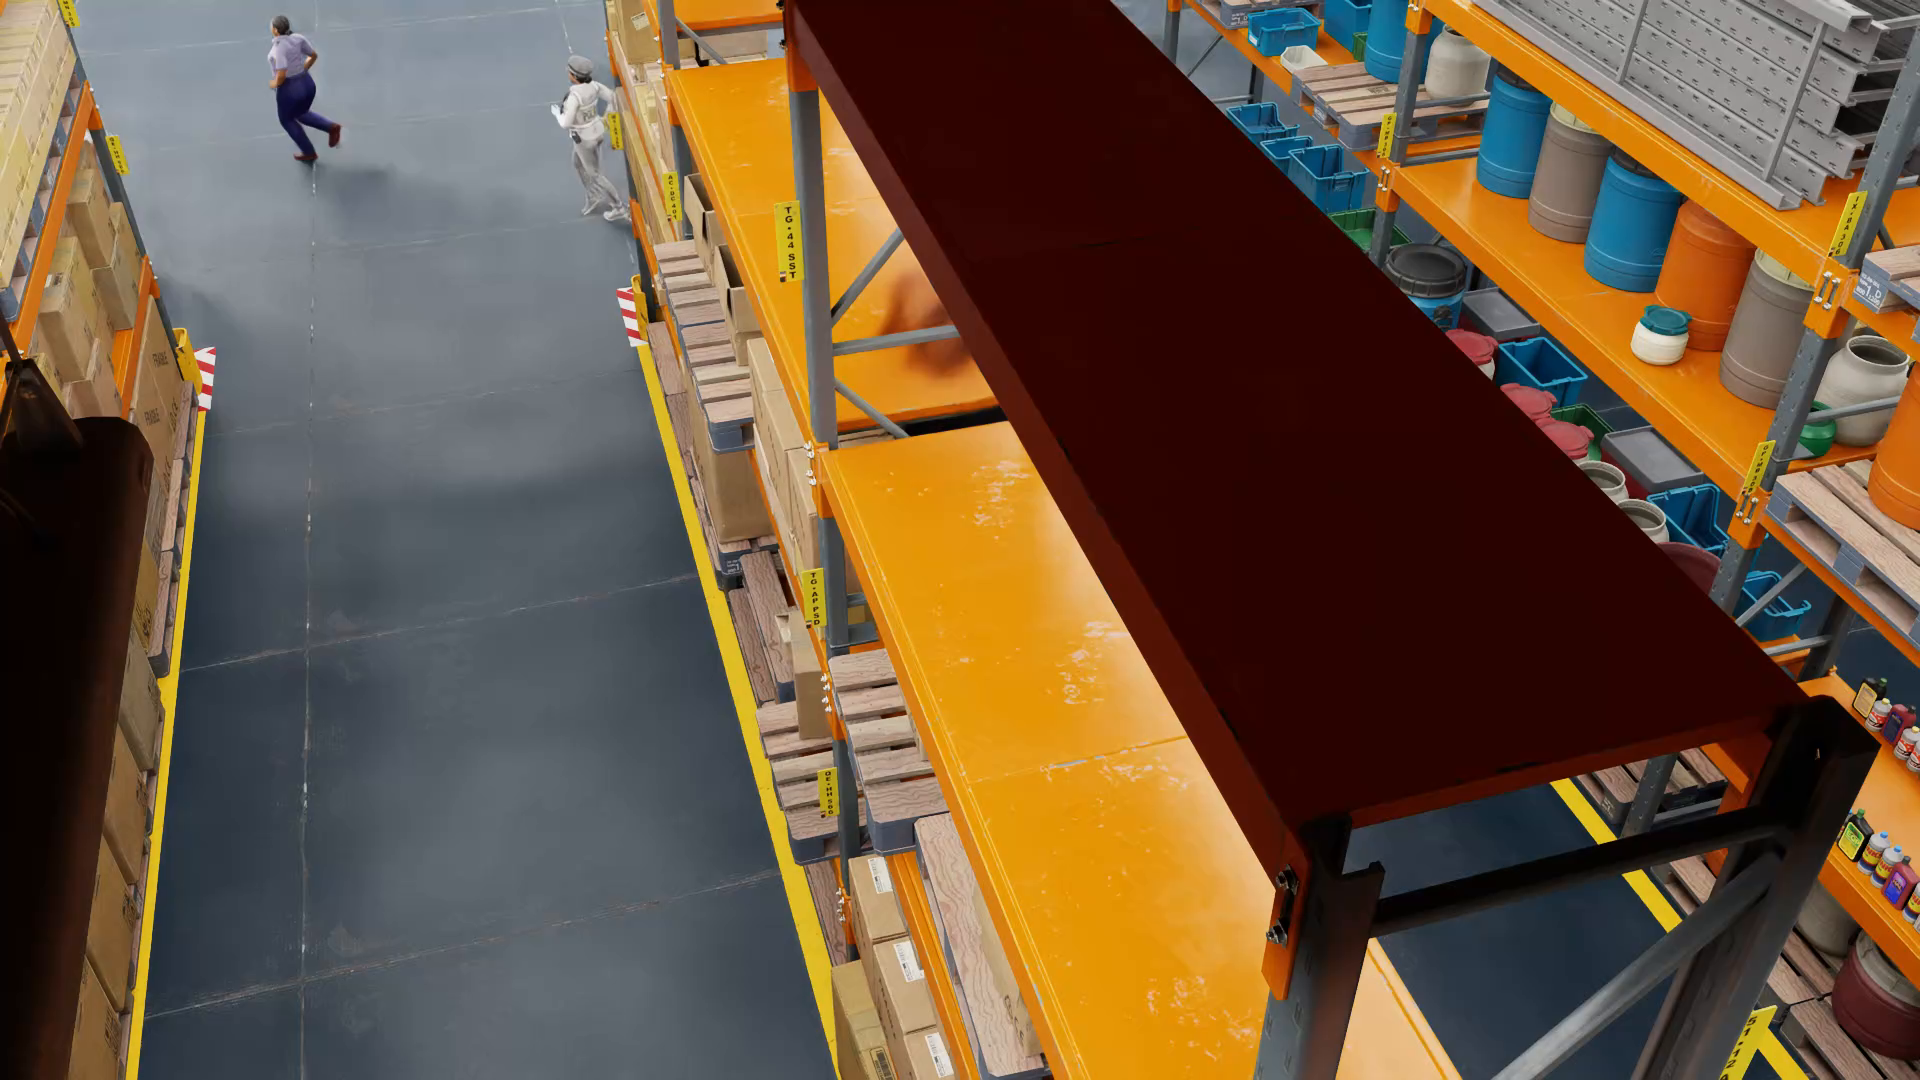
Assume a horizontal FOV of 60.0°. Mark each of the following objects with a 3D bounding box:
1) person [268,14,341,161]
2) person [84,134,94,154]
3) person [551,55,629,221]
[{"bbox_3d":[-6.969,-4.751,17.551,0.586,1.608,0.613,12,40,15],"label":"person"},{"bbox_3d":[-8.368,-3.327,15.627,0.707,1.781,0.663,24,44,28],"label":"person"},{"bbox_3d":[-3.670,-3.940,16.447,0.733,1.744,0.580,12,40,14],"label":"person"}]
